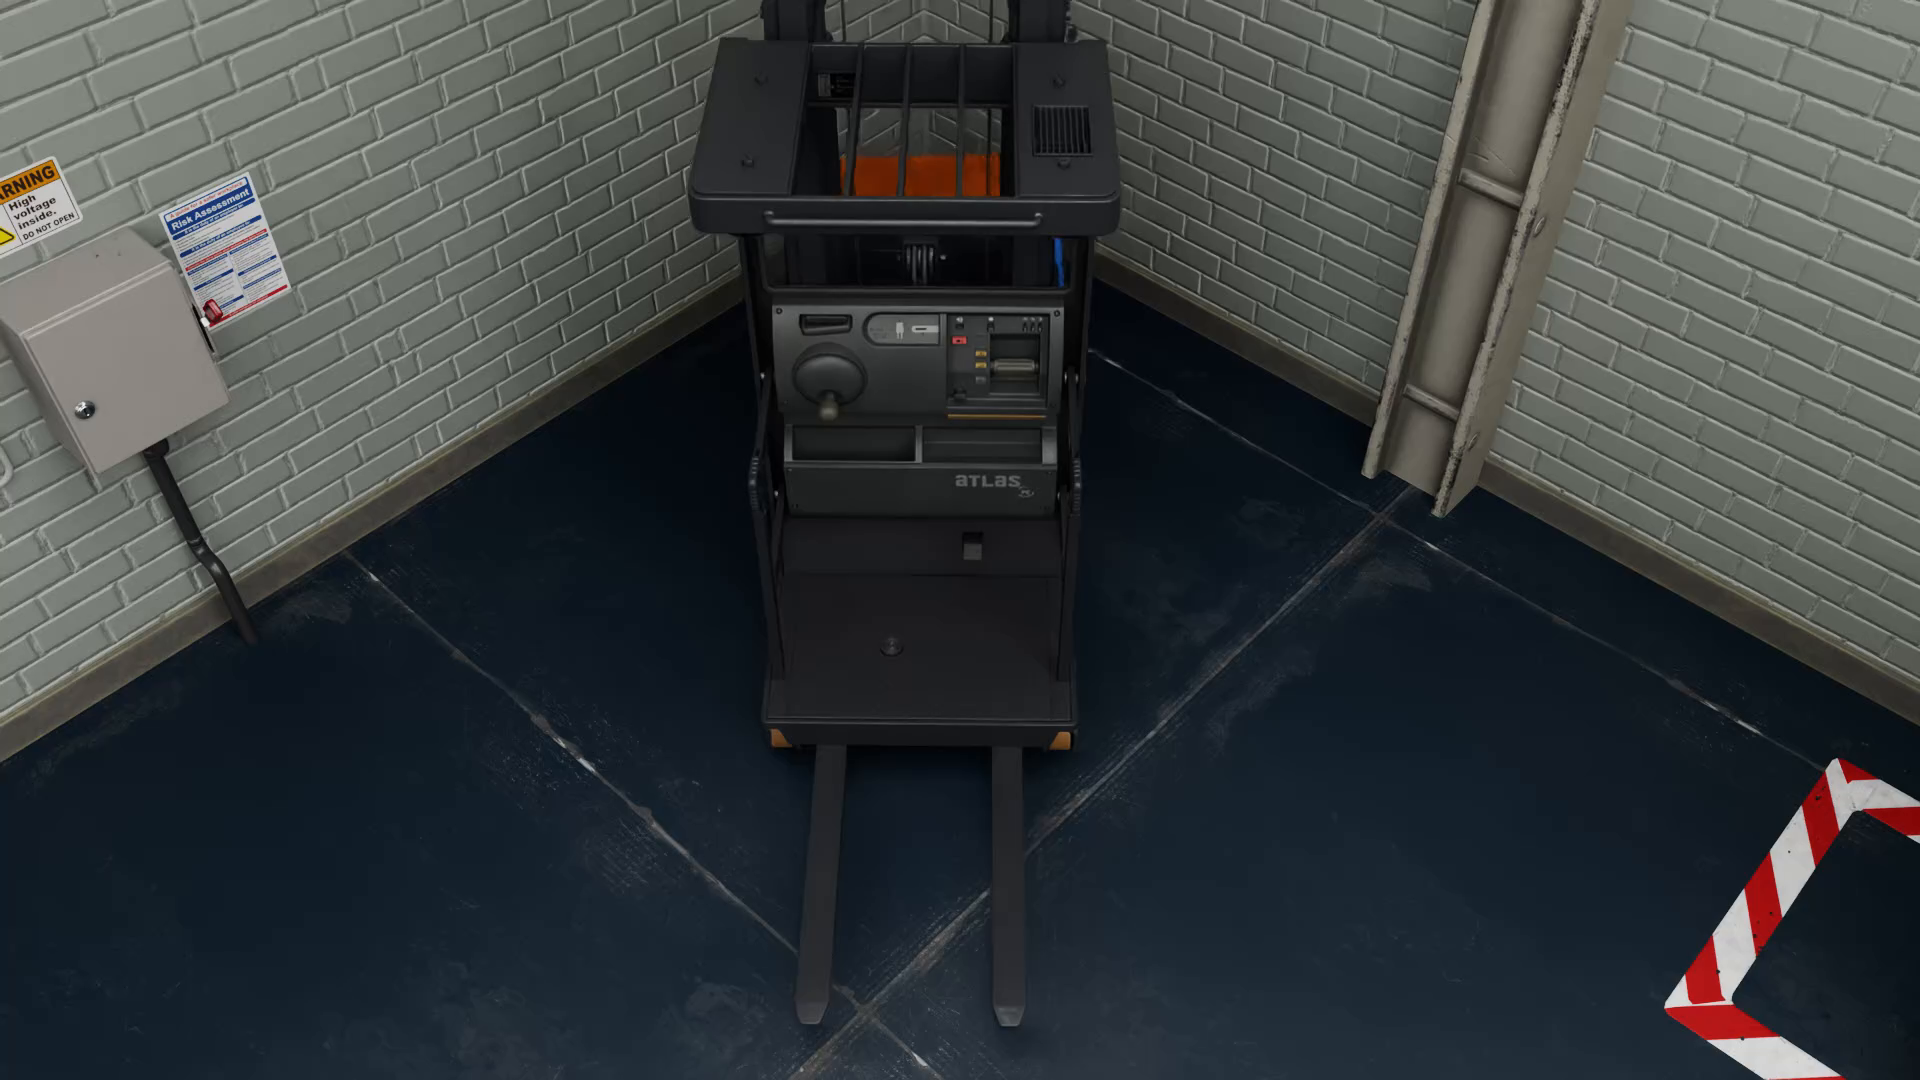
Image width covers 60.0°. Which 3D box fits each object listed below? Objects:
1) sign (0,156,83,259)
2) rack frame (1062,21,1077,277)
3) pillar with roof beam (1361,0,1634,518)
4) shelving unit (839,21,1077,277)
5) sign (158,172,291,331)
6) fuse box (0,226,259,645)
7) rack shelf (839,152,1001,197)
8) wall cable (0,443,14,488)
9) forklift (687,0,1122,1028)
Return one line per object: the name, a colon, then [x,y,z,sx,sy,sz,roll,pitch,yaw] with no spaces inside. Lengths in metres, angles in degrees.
sign: [-2.873,-1.001,5.066,0.001,0.242,0.339,34,55,28]
rack frame: [0.433,-1.654,7.259,0.032,1.500,0.500,-2,45,-2]
pillar with roof beam: [-0.982,-1.041,1.555,0.400,9.000,9.100,34,55,28]
shelving unit: [-0.084,-1.634,7.240,1.083,1.500,0.587,-2,45,-2]
sign: [-2.500,-0.980,5.678,0.001,0.494,0.329,34,55,28]
fuse box: [-2.683,-0.205,5.768,0.414,1.711,0.539,34,55,28]
rack shelf: [-0.074,-1.506,7.367,1.000,0.185,0.538,-2,45,-2]
wall cable: [-3.262,-0.706,4.658,0.122,1.984,0.588,34,55,28]
forklift: [-0.134,-0.478,5.188,1.130,2.935,3.031,1,47,0]
